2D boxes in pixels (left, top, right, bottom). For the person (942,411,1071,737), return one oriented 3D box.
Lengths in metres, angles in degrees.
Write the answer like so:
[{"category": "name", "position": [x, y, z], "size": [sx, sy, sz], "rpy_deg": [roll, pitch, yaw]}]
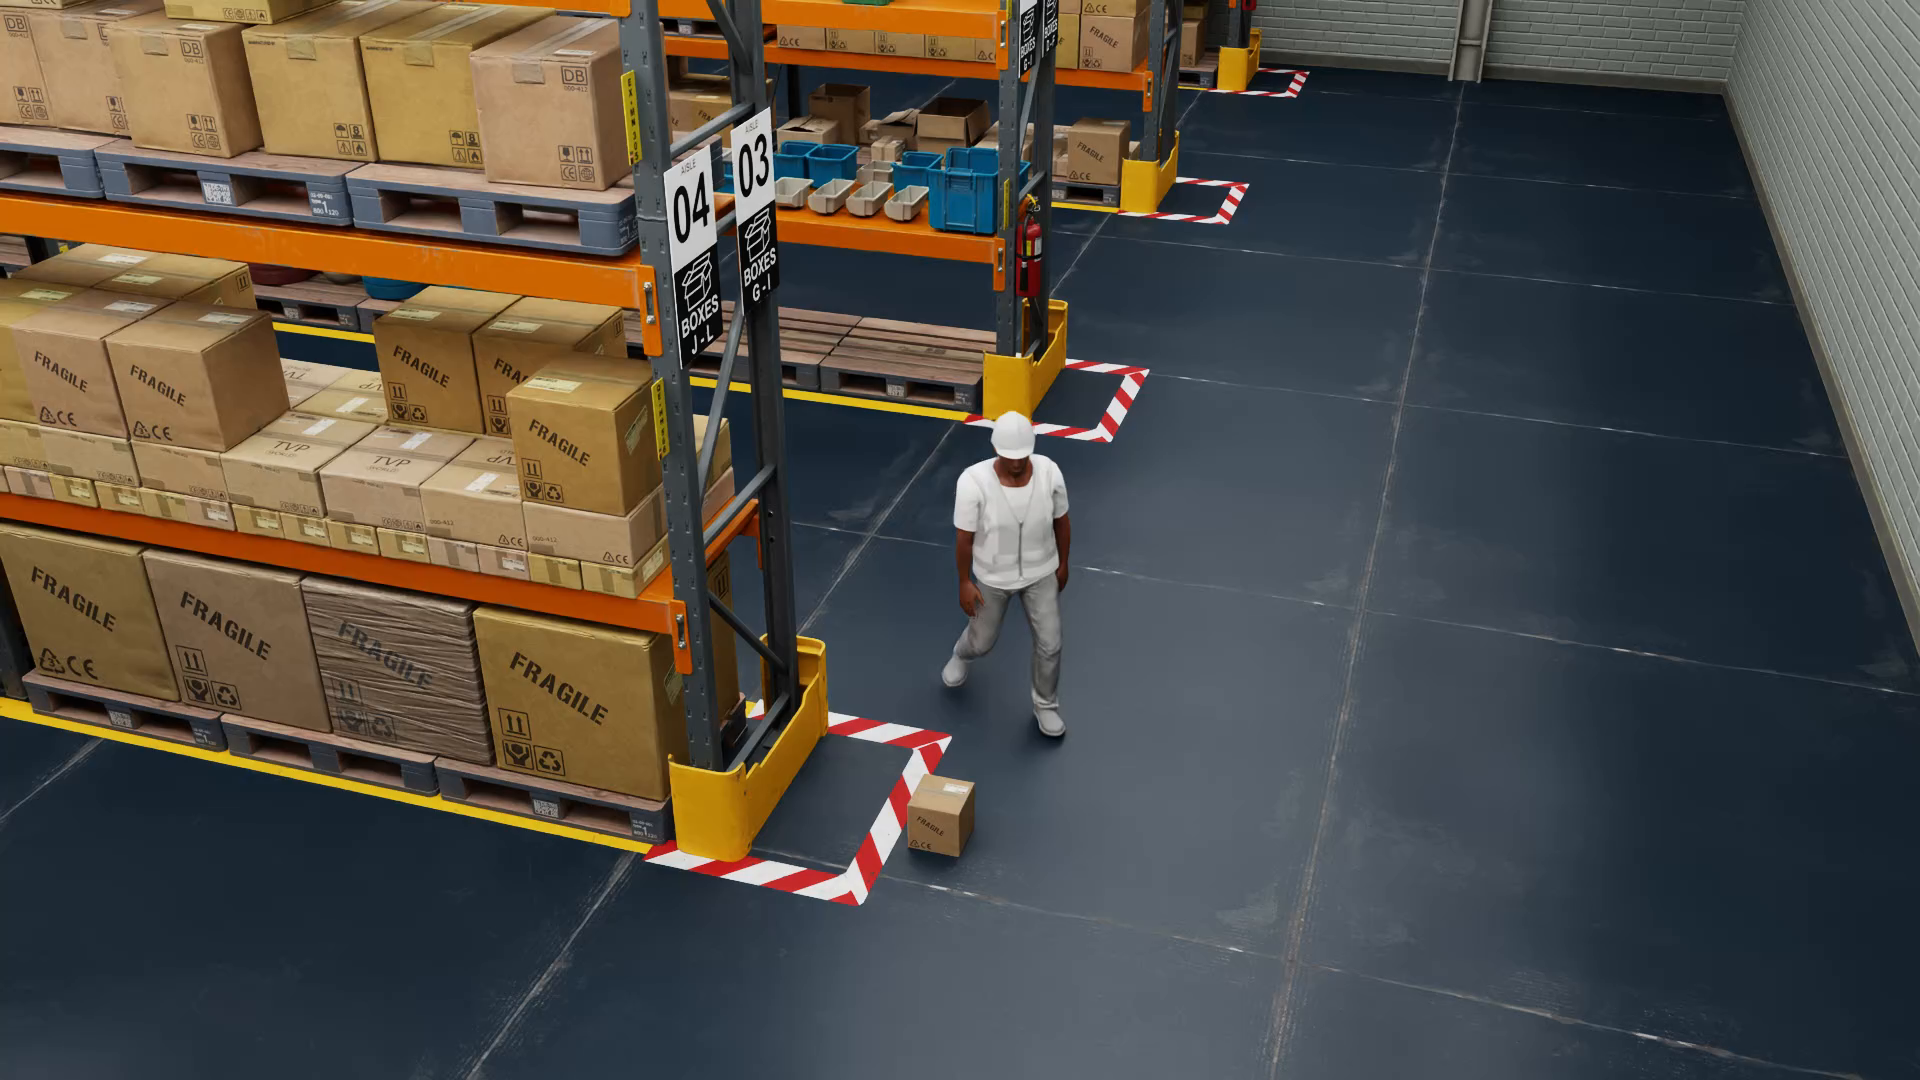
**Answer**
[{"category": "person", "position": [0.243, 0.112, 8.295], "size": [0.610, 1.741, 0.737], "rpy_deg": [-6, 30, -11]}]
